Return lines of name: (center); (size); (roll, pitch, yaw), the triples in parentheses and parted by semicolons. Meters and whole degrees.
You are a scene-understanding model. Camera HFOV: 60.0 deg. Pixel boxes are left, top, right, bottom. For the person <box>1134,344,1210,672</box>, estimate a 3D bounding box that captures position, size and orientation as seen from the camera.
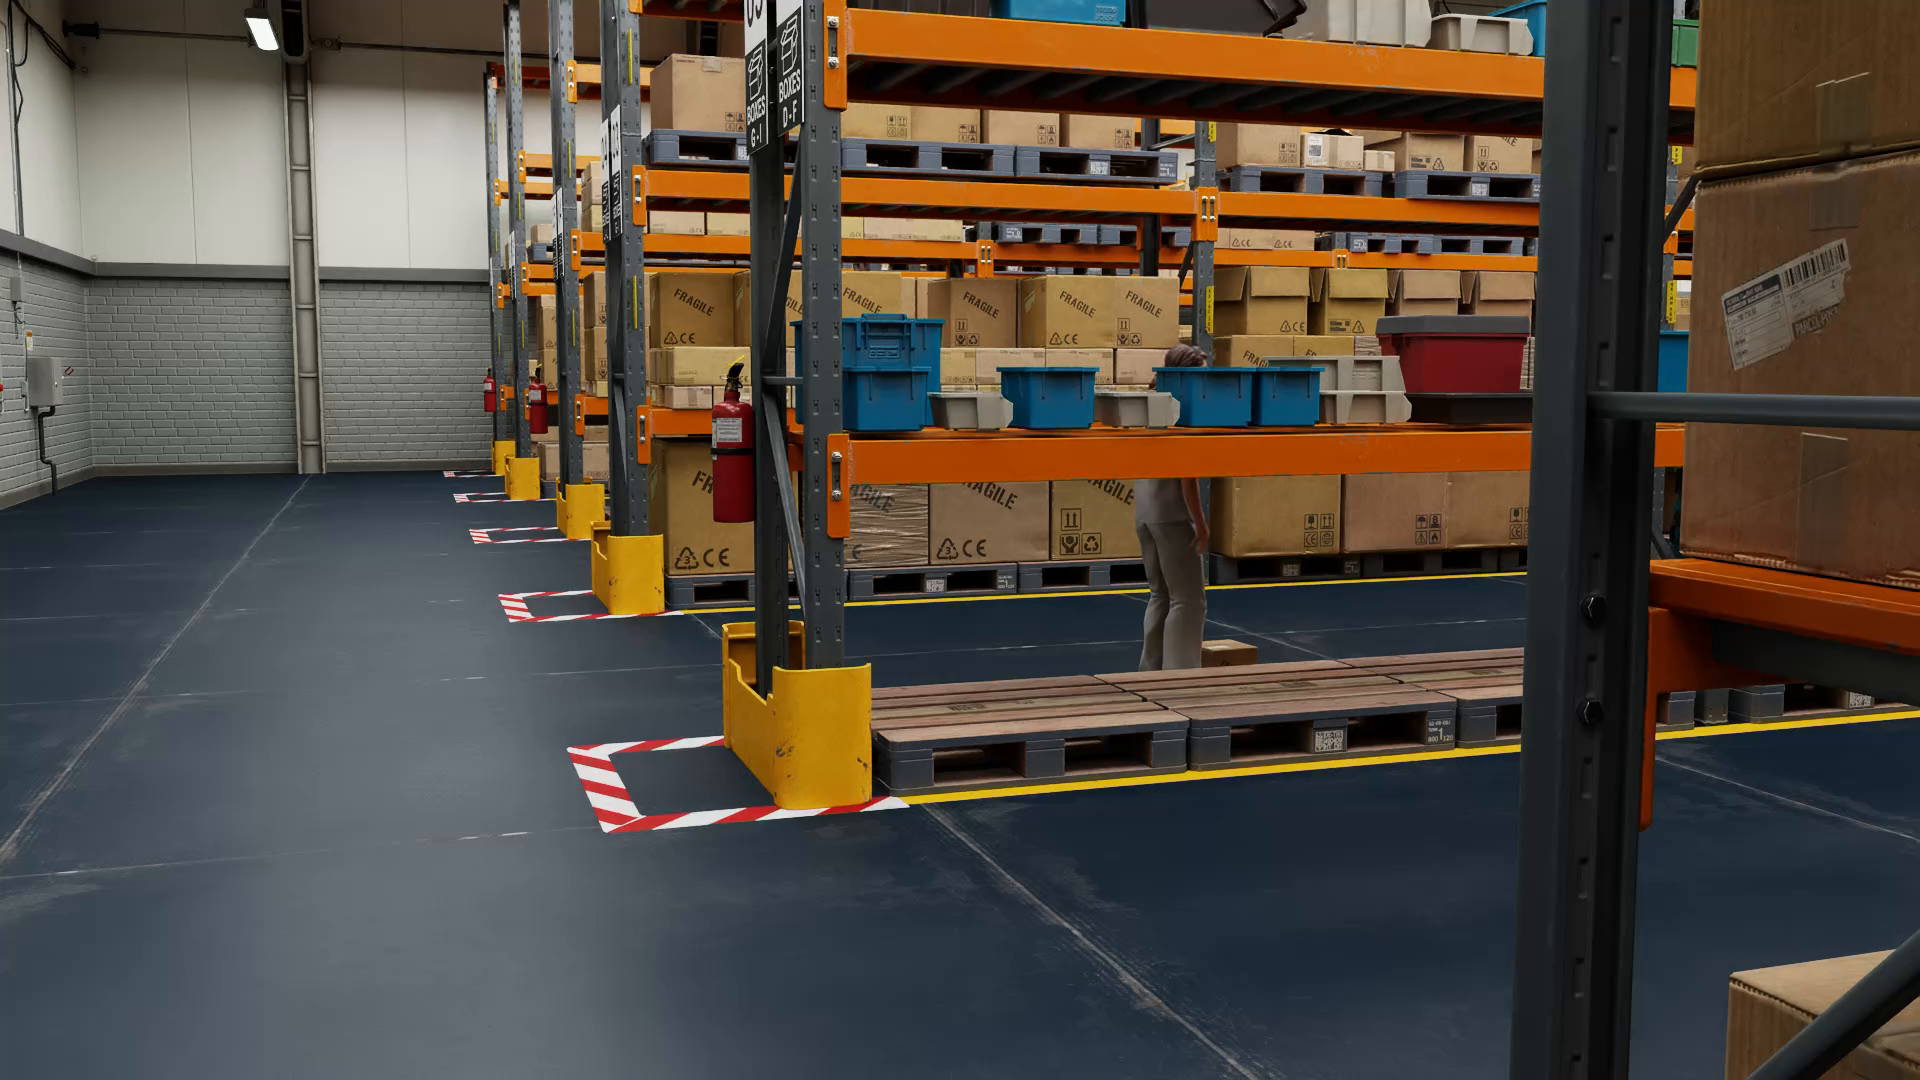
person: (0.999, -0.072, 7.730); (0.354, 1.673, 0.489); (-2, 6, -19)
